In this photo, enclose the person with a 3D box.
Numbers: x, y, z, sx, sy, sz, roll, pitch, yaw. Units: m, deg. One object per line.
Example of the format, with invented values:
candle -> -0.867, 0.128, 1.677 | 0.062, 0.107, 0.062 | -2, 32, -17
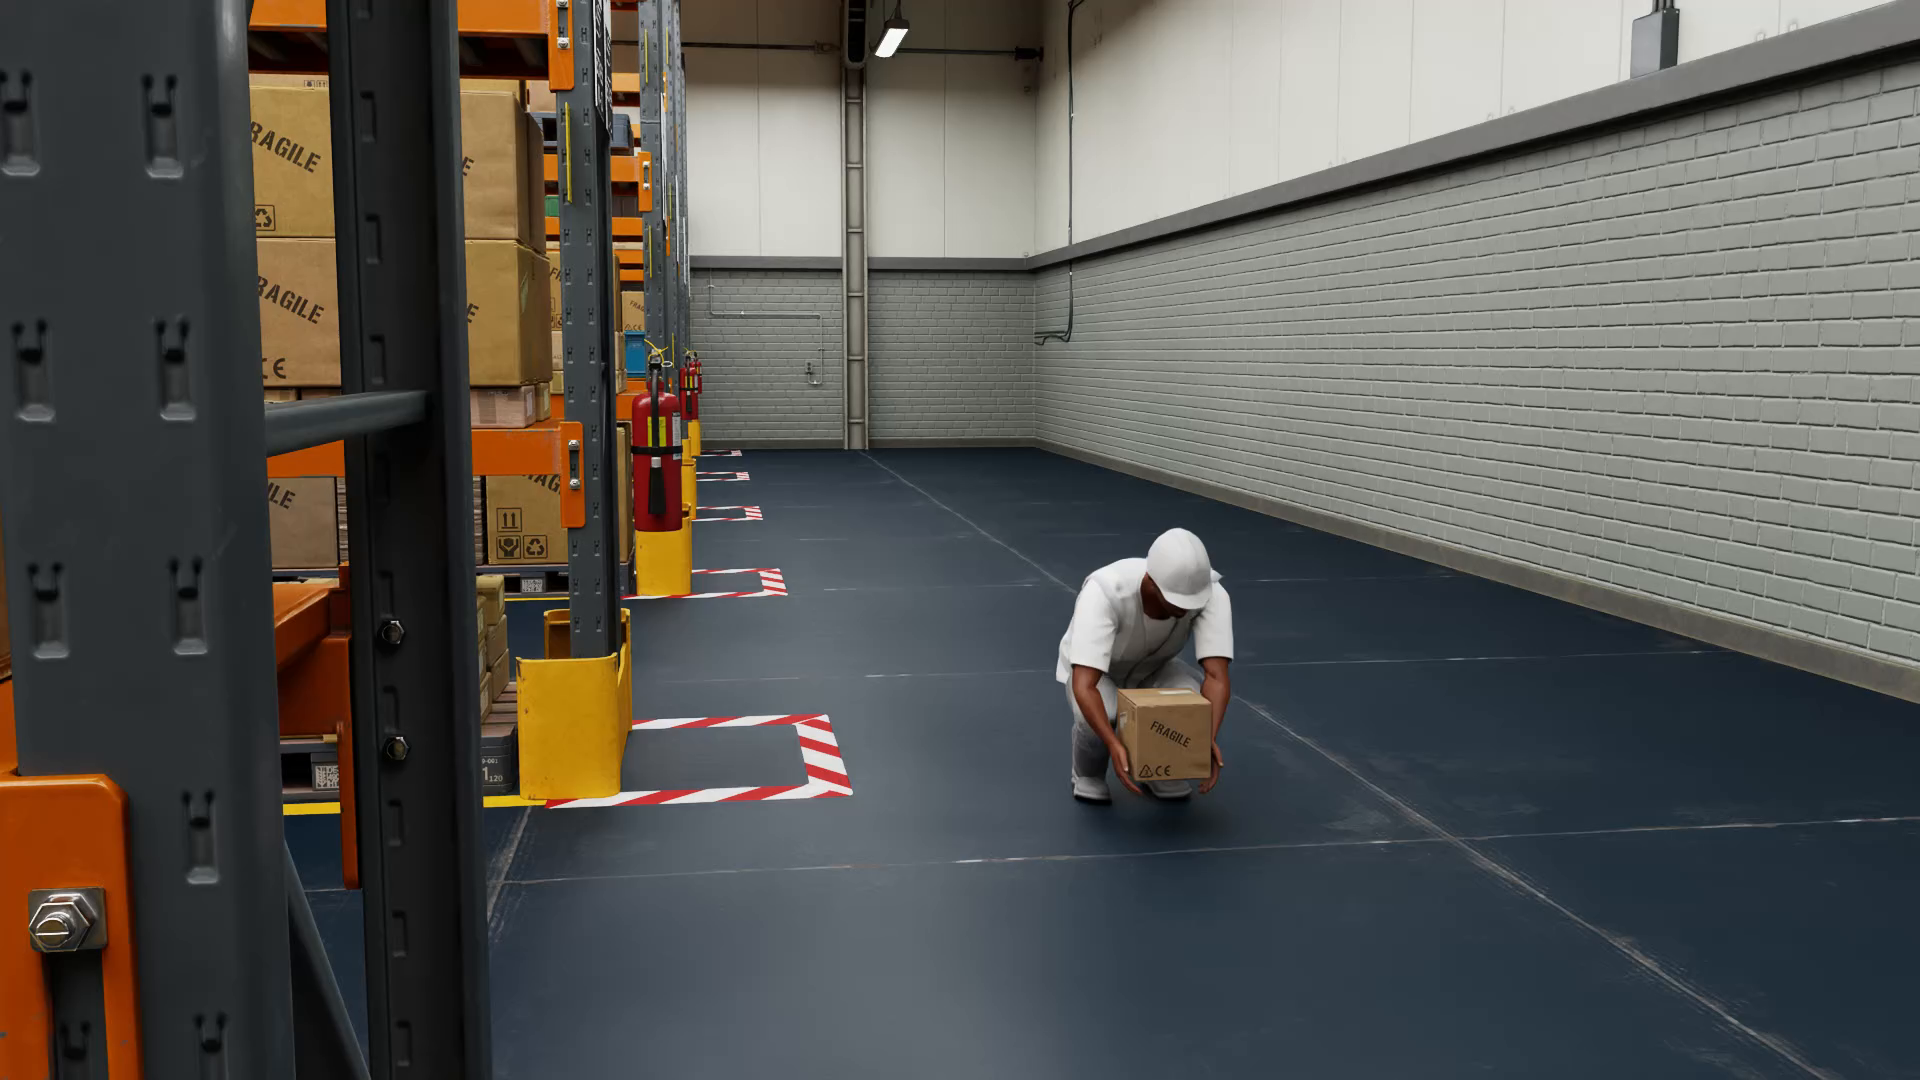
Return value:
person -> 0.640, 0.430, 5.765 | 0.590, 0.998, 0.883 | -1, 7, -9
